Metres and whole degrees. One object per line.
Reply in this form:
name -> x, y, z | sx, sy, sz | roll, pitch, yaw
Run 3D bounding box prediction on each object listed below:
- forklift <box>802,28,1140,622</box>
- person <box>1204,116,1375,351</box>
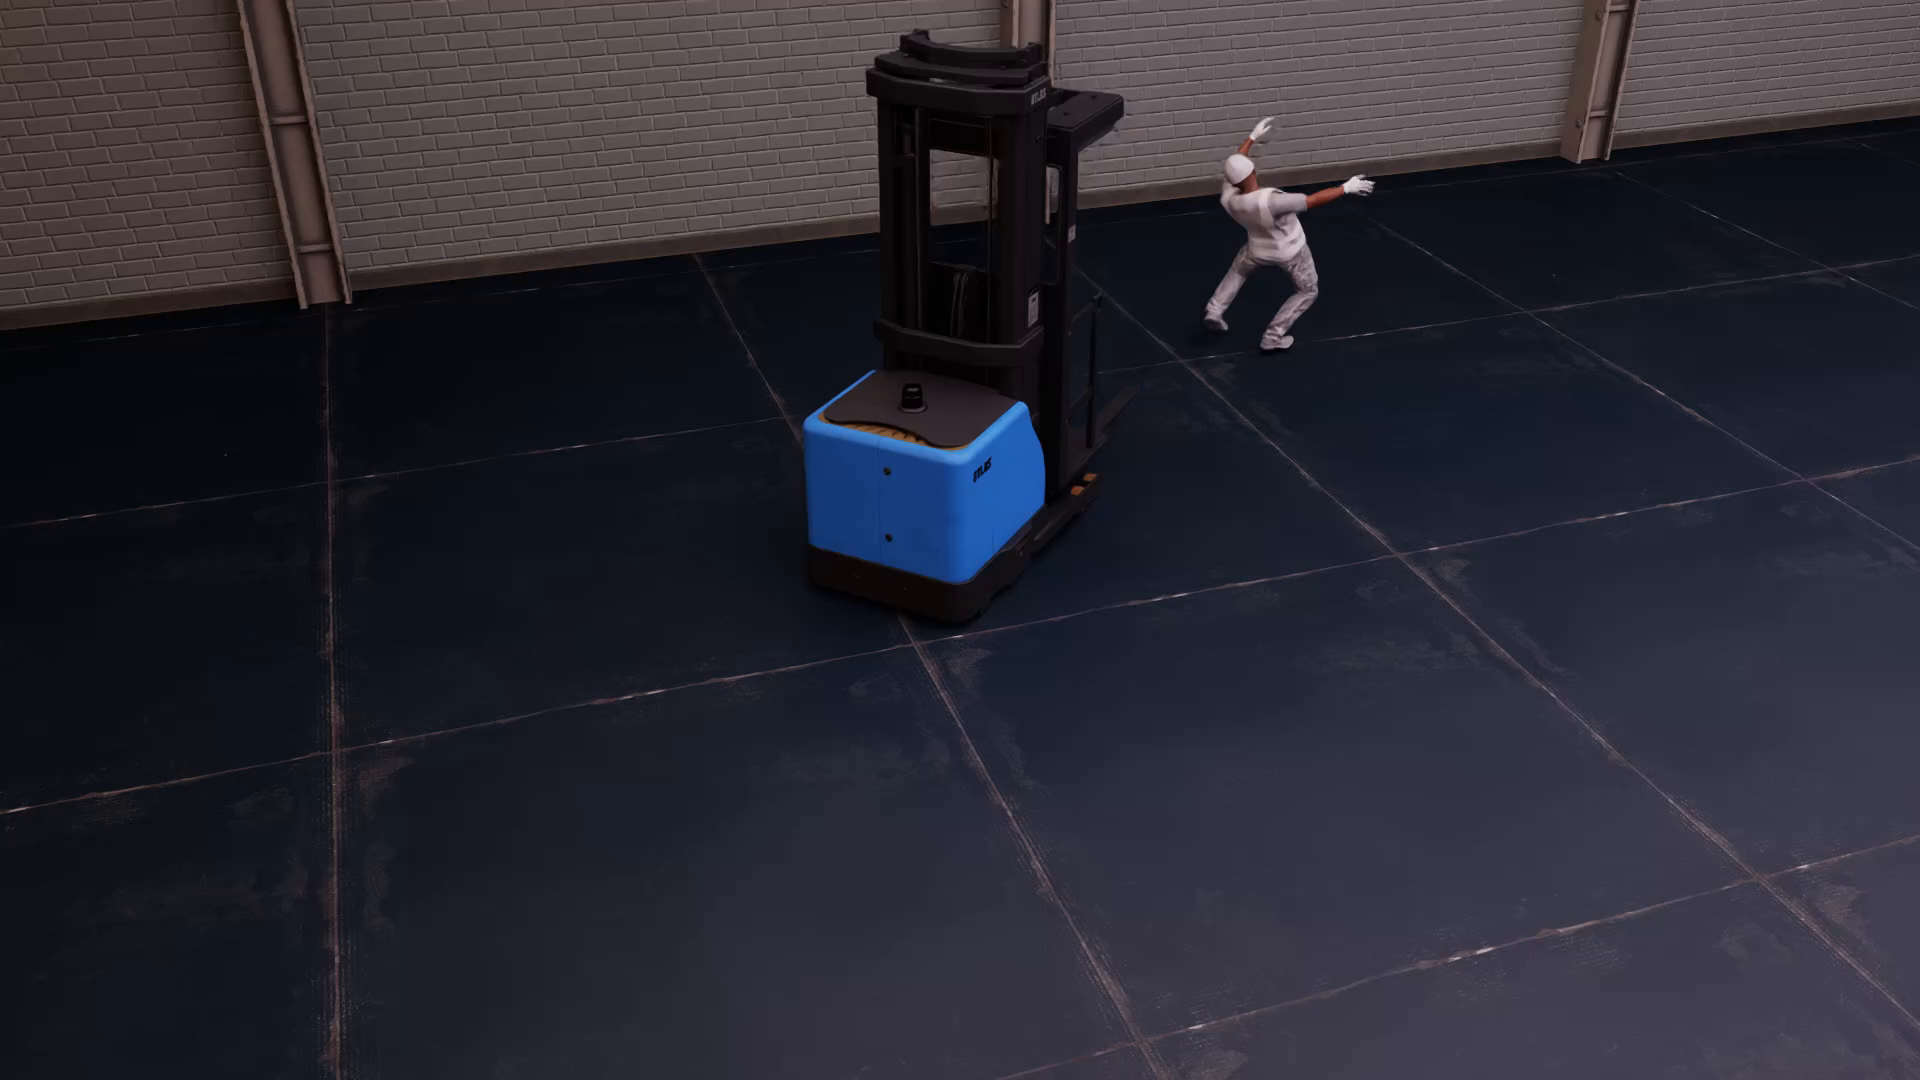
forklift -> 0.247, -1.533, 9.751 | 1.130, 2.935, 3.031 | 14, 33, 23
person -> 2.366, -2.146, 12.096 | 1.091, 1.626, 0.699 | 20, 35, 30
